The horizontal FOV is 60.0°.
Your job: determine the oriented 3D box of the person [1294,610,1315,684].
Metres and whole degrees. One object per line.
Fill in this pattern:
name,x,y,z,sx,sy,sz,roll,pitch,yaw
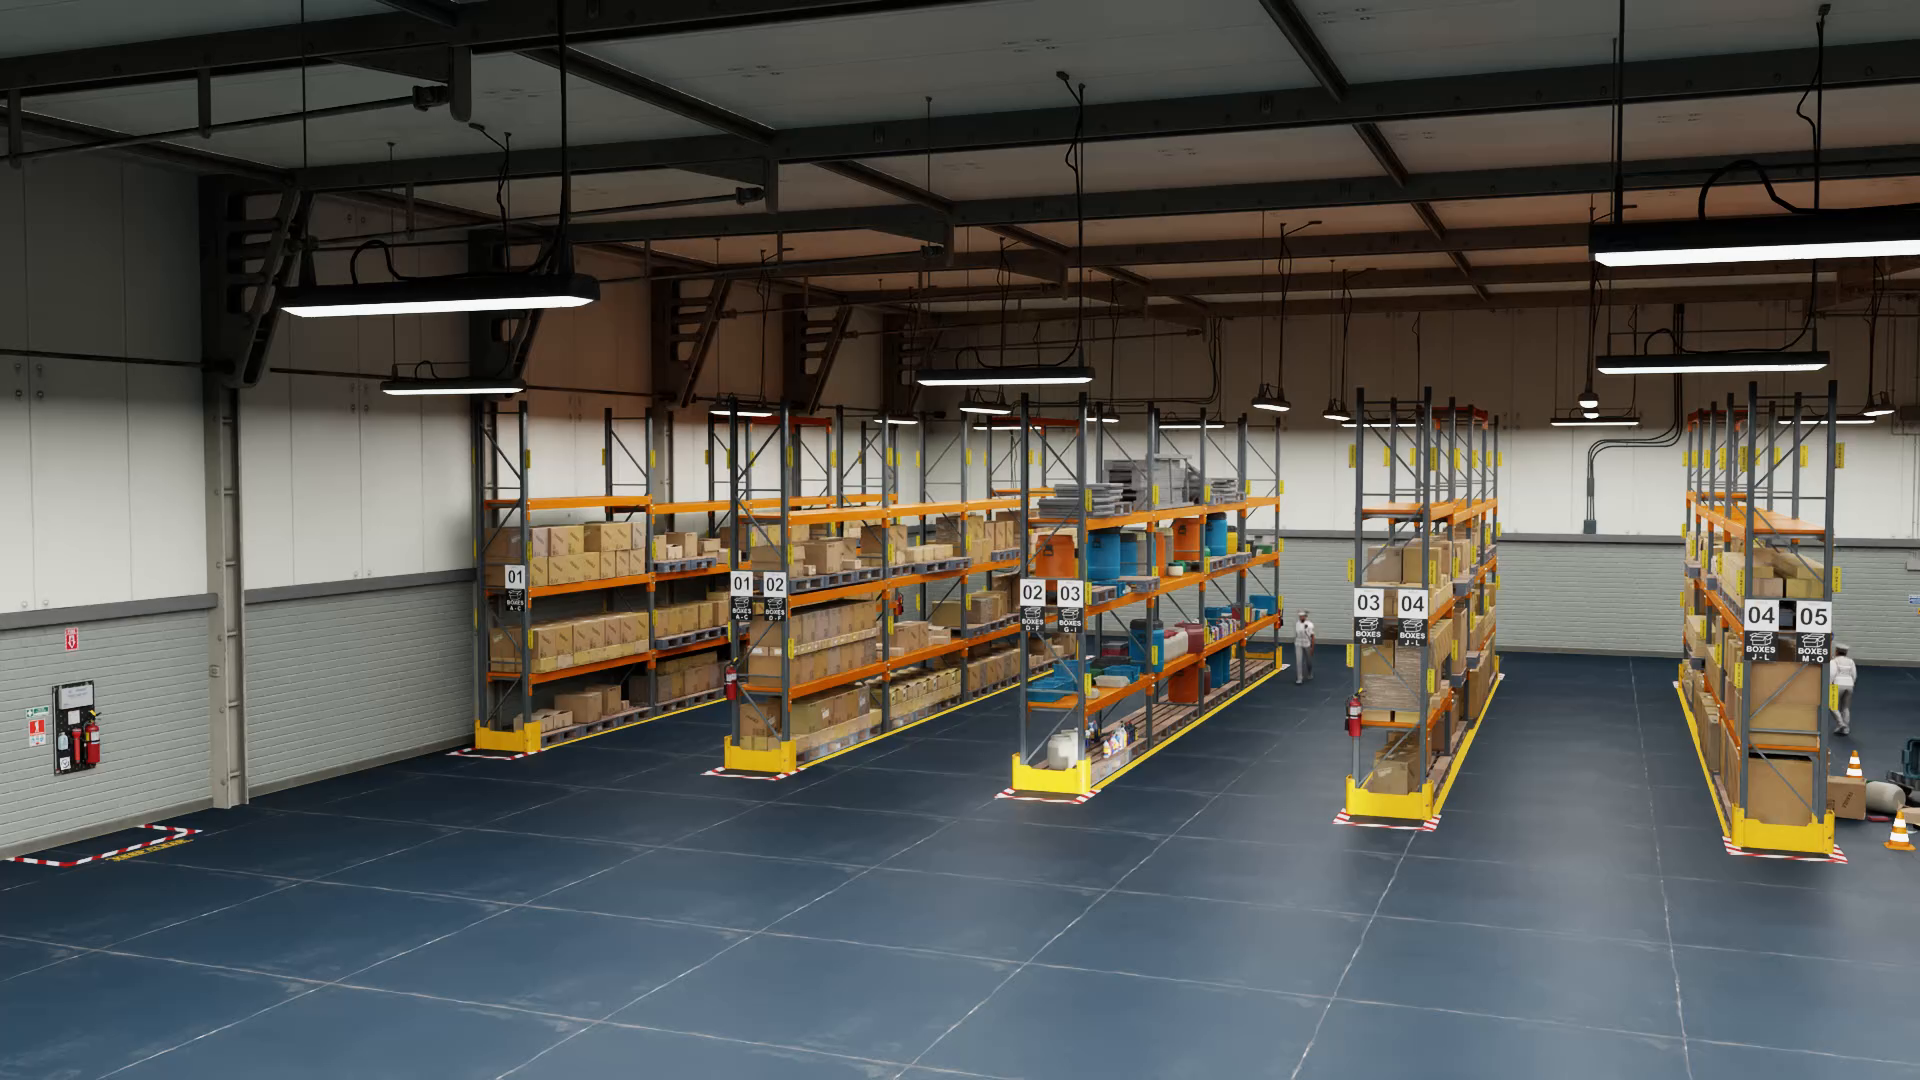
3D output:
person,7.710,2.358,37.178,0.454,1.640,0.863,1,3,18

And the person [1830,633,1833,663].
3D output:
person,18.178,2.476,35.076,0.464,1.619,0.836,-1,3,-12

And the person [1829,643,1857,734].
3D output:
person,16.110,2.717,30.317,0.558,1.639,0.604,0,3,1
